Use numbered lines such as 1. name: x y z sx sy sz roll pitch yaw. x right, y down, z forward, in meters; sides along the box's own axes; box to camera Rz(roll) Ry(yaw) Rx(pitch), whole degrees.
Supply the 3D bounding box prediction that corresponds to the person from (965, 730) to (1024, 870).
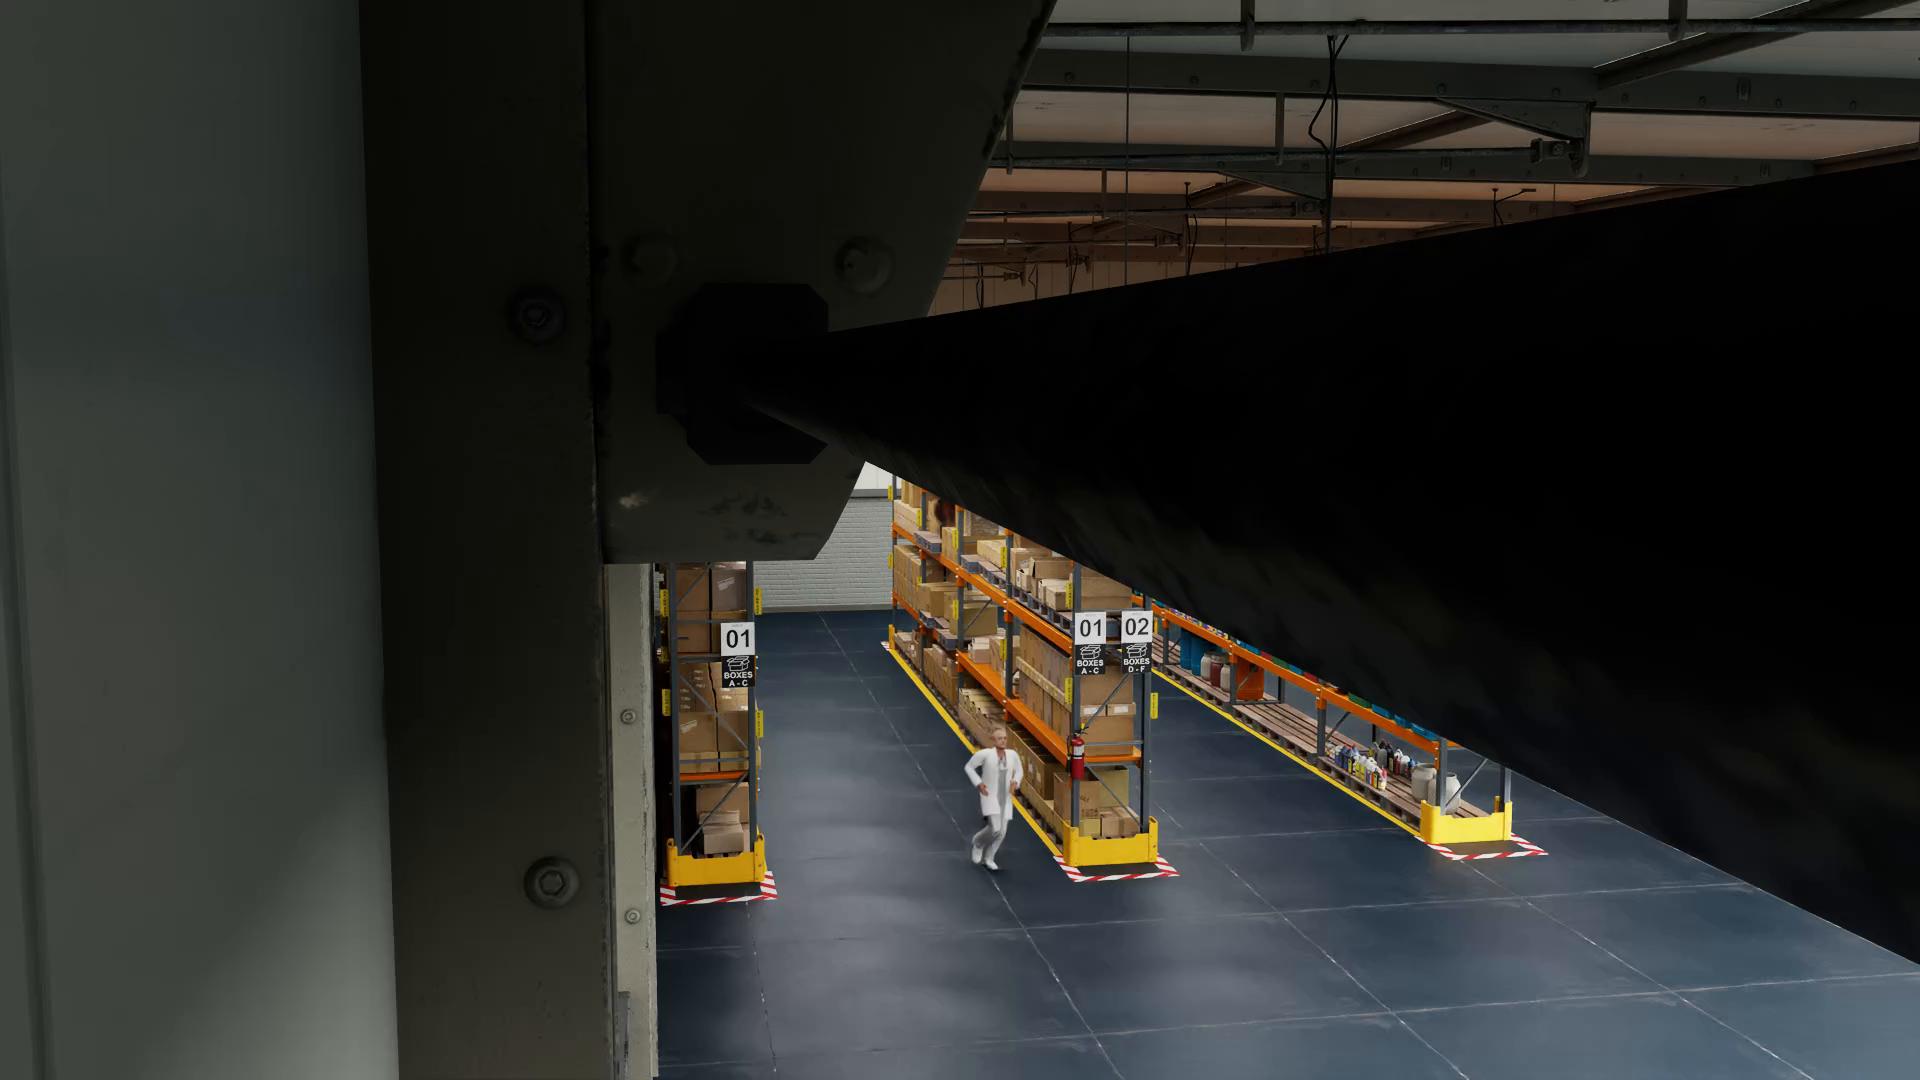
1. person: 0.485 3.242 20.781 0.731 1.742 0.548 -3 7 -25
